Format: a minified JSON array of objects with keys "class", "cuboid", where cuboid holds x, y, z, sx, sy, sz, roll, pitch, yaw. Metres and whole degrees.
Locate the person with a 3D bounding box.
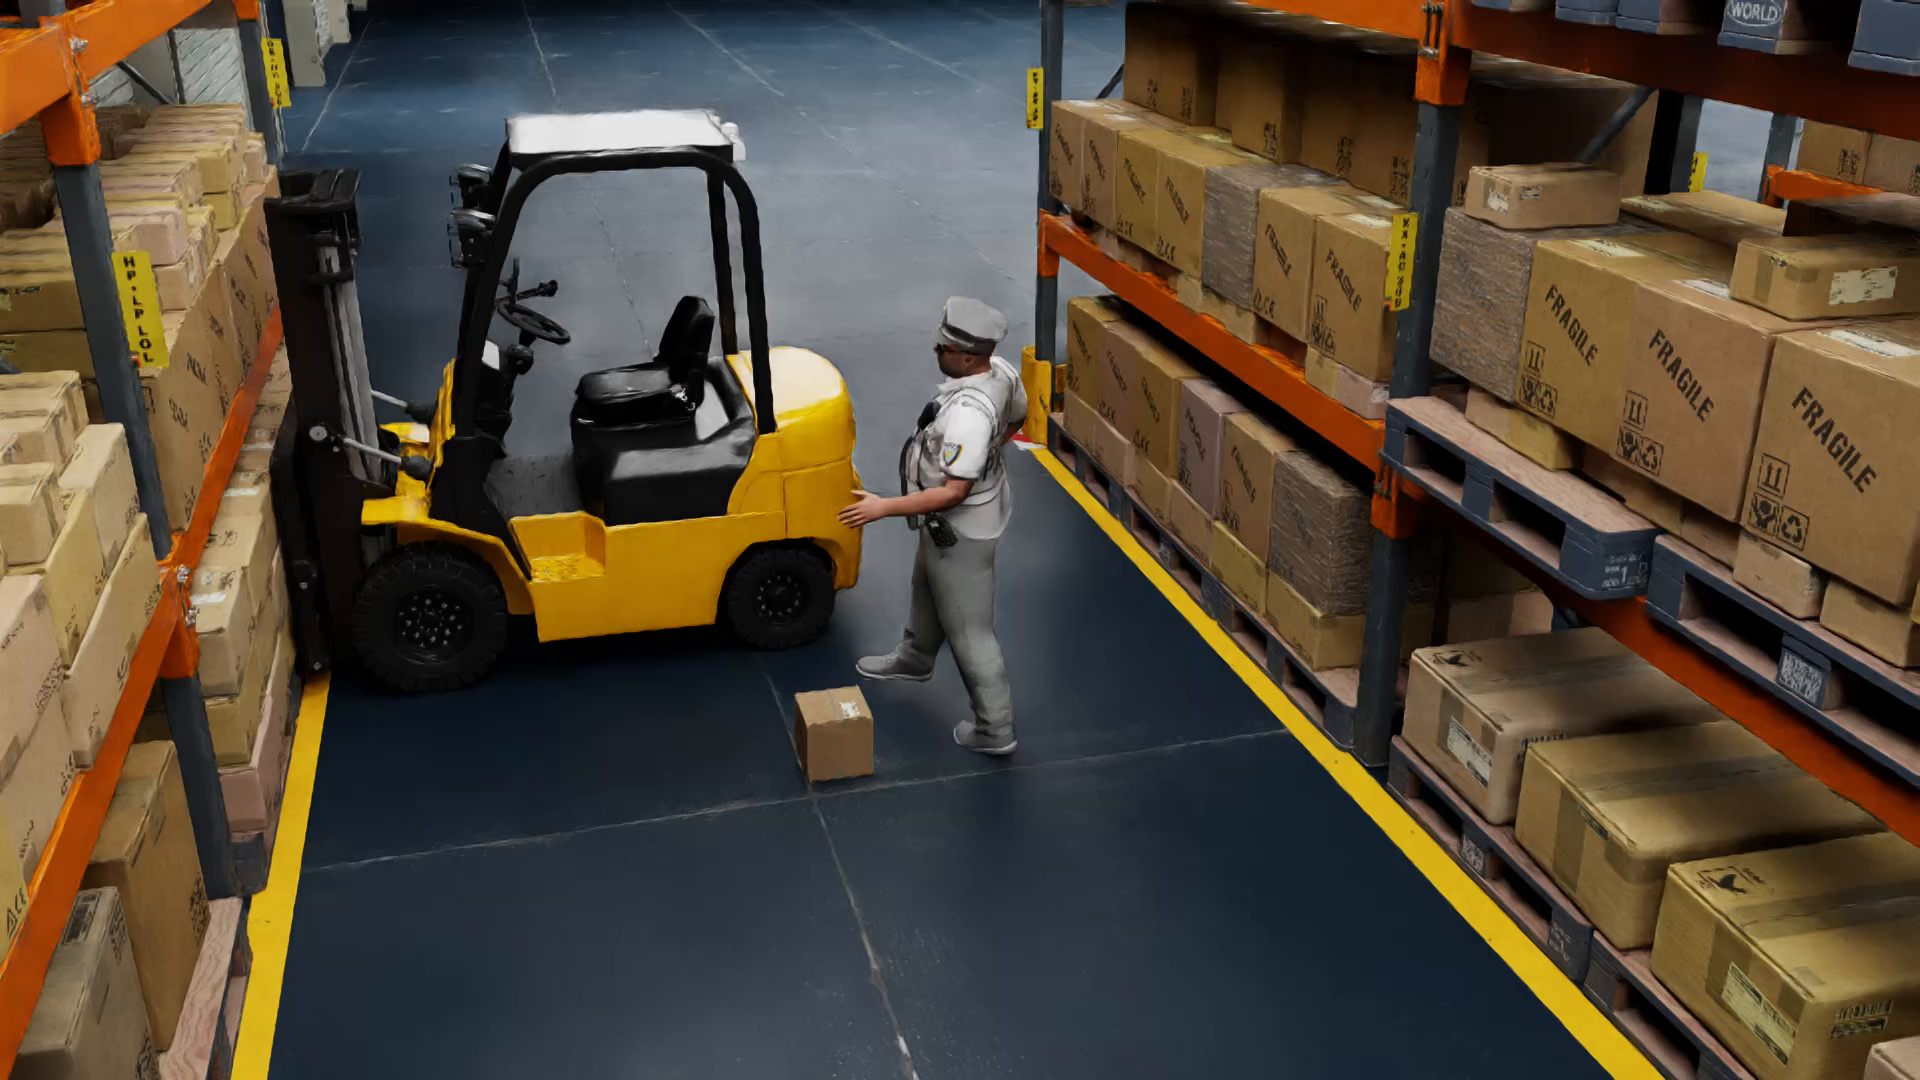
[{"class":"person","cuboid":[-0.120,-0.056,6.233,0.768,1.792,0.734,5,23,12]}]
